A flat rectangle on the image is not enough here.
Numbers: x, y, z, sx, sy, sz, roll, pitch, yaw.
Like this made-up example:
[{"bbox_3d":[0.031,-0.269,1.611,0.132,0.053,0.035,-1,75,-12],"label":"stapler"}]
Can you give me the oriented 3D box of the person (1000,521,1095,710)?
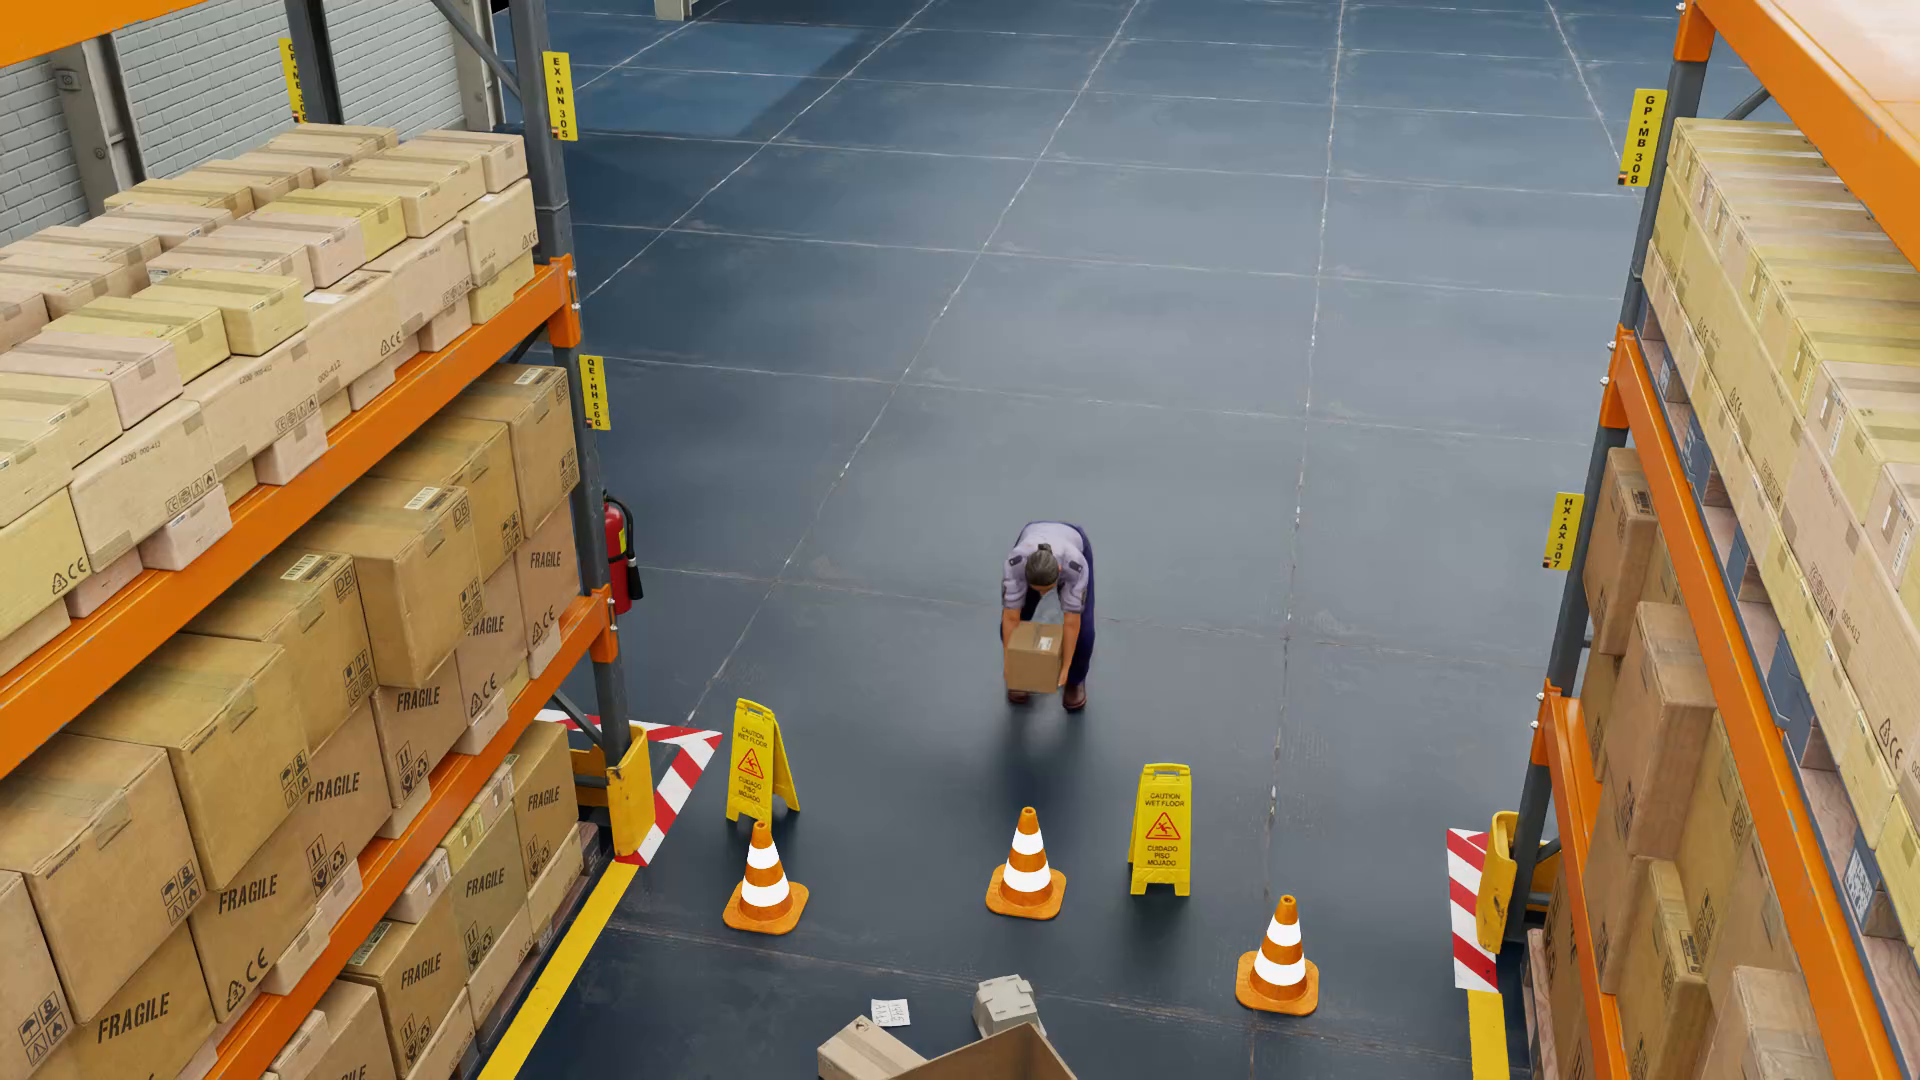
[{"bbox_3d":[0.437,0.401,8.437,0.493,1.134,0.874,5,29,8],"label":"person"}]
